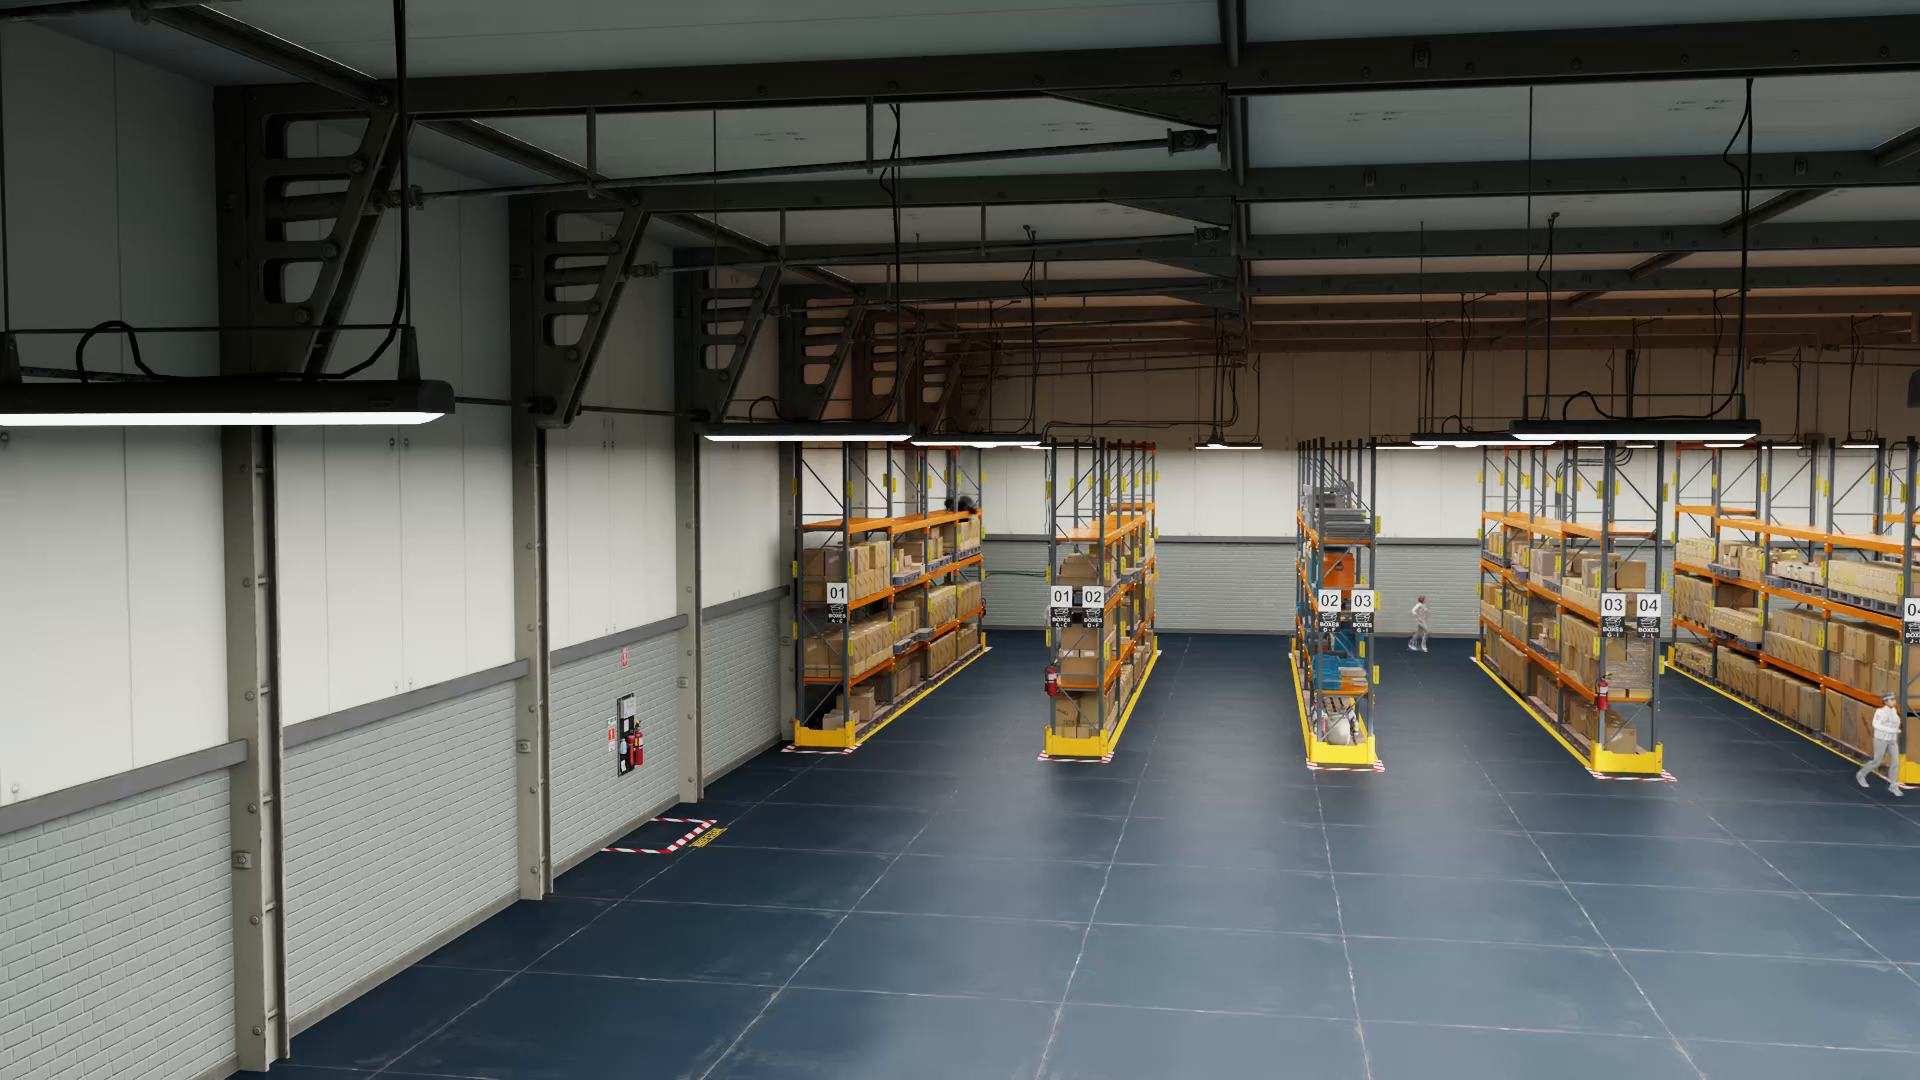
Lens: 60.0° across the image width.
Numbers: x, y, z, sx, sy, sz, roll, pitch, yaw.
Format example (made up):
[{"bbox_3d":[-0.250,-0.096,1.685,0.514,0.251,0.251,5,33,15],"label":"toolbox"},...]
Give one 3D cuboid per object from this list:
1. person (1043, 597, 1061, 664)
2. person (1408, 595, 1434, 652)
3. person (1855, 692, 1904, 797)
[{"bbox_3d":[2.484,2.280,43.054,0.669,1.792,0.878,1,3,13],"label":"person"},{"bbox_3d":[13.230,2.405,47.719,0.714,1.639,0.517,1,3,24],"label":"person"},{"bbox_3d":[15.551,3.397,27.997,0.633,1.733,0.832,-1,3,-23],"label":"person"}]
